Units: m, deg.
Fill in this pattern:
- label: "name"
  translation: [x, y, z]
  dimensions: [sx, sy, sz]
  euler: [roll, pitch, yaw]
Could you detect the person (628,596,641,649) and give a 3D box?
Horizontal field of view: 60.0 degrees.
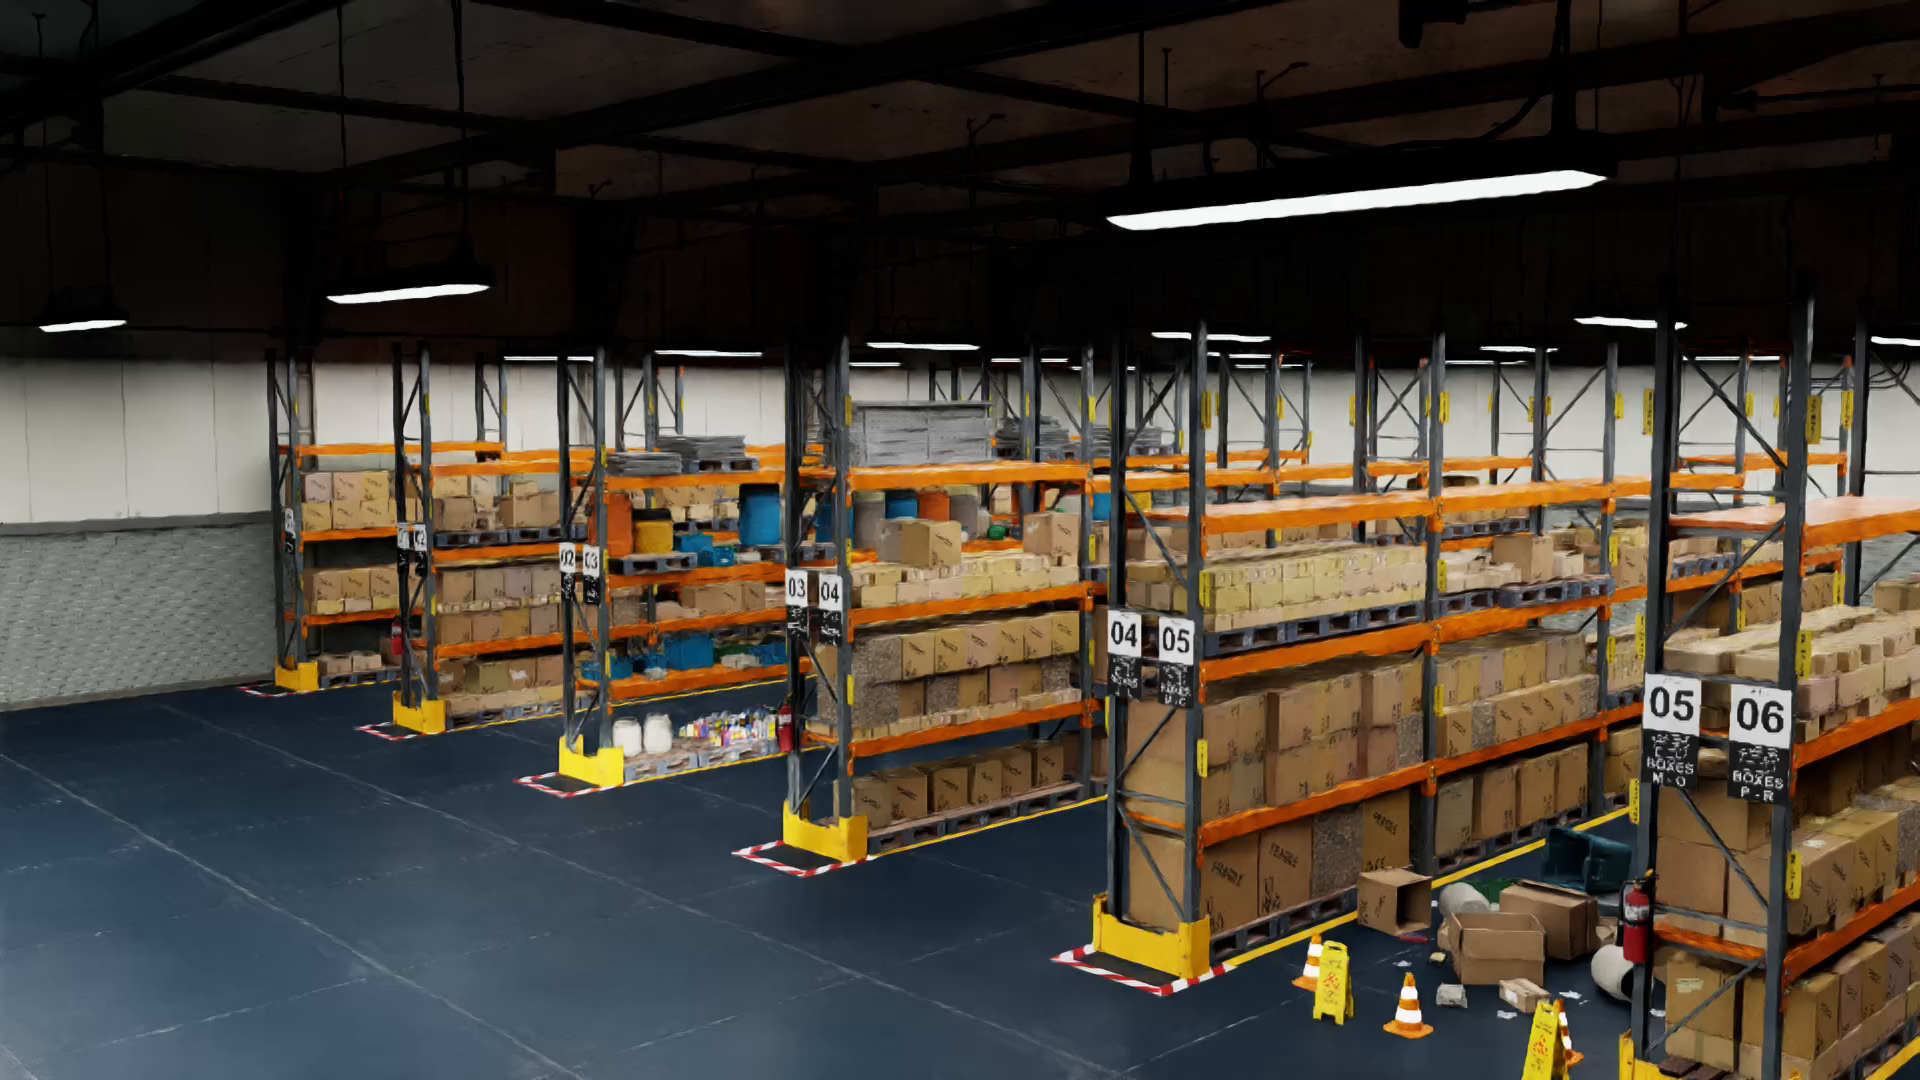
- label: "person"
  translation: [-6.415, 1.504, 32.592]
  dimensions: [0.440, 1.666, 0.550]
  euler: [2, 5, 22]
